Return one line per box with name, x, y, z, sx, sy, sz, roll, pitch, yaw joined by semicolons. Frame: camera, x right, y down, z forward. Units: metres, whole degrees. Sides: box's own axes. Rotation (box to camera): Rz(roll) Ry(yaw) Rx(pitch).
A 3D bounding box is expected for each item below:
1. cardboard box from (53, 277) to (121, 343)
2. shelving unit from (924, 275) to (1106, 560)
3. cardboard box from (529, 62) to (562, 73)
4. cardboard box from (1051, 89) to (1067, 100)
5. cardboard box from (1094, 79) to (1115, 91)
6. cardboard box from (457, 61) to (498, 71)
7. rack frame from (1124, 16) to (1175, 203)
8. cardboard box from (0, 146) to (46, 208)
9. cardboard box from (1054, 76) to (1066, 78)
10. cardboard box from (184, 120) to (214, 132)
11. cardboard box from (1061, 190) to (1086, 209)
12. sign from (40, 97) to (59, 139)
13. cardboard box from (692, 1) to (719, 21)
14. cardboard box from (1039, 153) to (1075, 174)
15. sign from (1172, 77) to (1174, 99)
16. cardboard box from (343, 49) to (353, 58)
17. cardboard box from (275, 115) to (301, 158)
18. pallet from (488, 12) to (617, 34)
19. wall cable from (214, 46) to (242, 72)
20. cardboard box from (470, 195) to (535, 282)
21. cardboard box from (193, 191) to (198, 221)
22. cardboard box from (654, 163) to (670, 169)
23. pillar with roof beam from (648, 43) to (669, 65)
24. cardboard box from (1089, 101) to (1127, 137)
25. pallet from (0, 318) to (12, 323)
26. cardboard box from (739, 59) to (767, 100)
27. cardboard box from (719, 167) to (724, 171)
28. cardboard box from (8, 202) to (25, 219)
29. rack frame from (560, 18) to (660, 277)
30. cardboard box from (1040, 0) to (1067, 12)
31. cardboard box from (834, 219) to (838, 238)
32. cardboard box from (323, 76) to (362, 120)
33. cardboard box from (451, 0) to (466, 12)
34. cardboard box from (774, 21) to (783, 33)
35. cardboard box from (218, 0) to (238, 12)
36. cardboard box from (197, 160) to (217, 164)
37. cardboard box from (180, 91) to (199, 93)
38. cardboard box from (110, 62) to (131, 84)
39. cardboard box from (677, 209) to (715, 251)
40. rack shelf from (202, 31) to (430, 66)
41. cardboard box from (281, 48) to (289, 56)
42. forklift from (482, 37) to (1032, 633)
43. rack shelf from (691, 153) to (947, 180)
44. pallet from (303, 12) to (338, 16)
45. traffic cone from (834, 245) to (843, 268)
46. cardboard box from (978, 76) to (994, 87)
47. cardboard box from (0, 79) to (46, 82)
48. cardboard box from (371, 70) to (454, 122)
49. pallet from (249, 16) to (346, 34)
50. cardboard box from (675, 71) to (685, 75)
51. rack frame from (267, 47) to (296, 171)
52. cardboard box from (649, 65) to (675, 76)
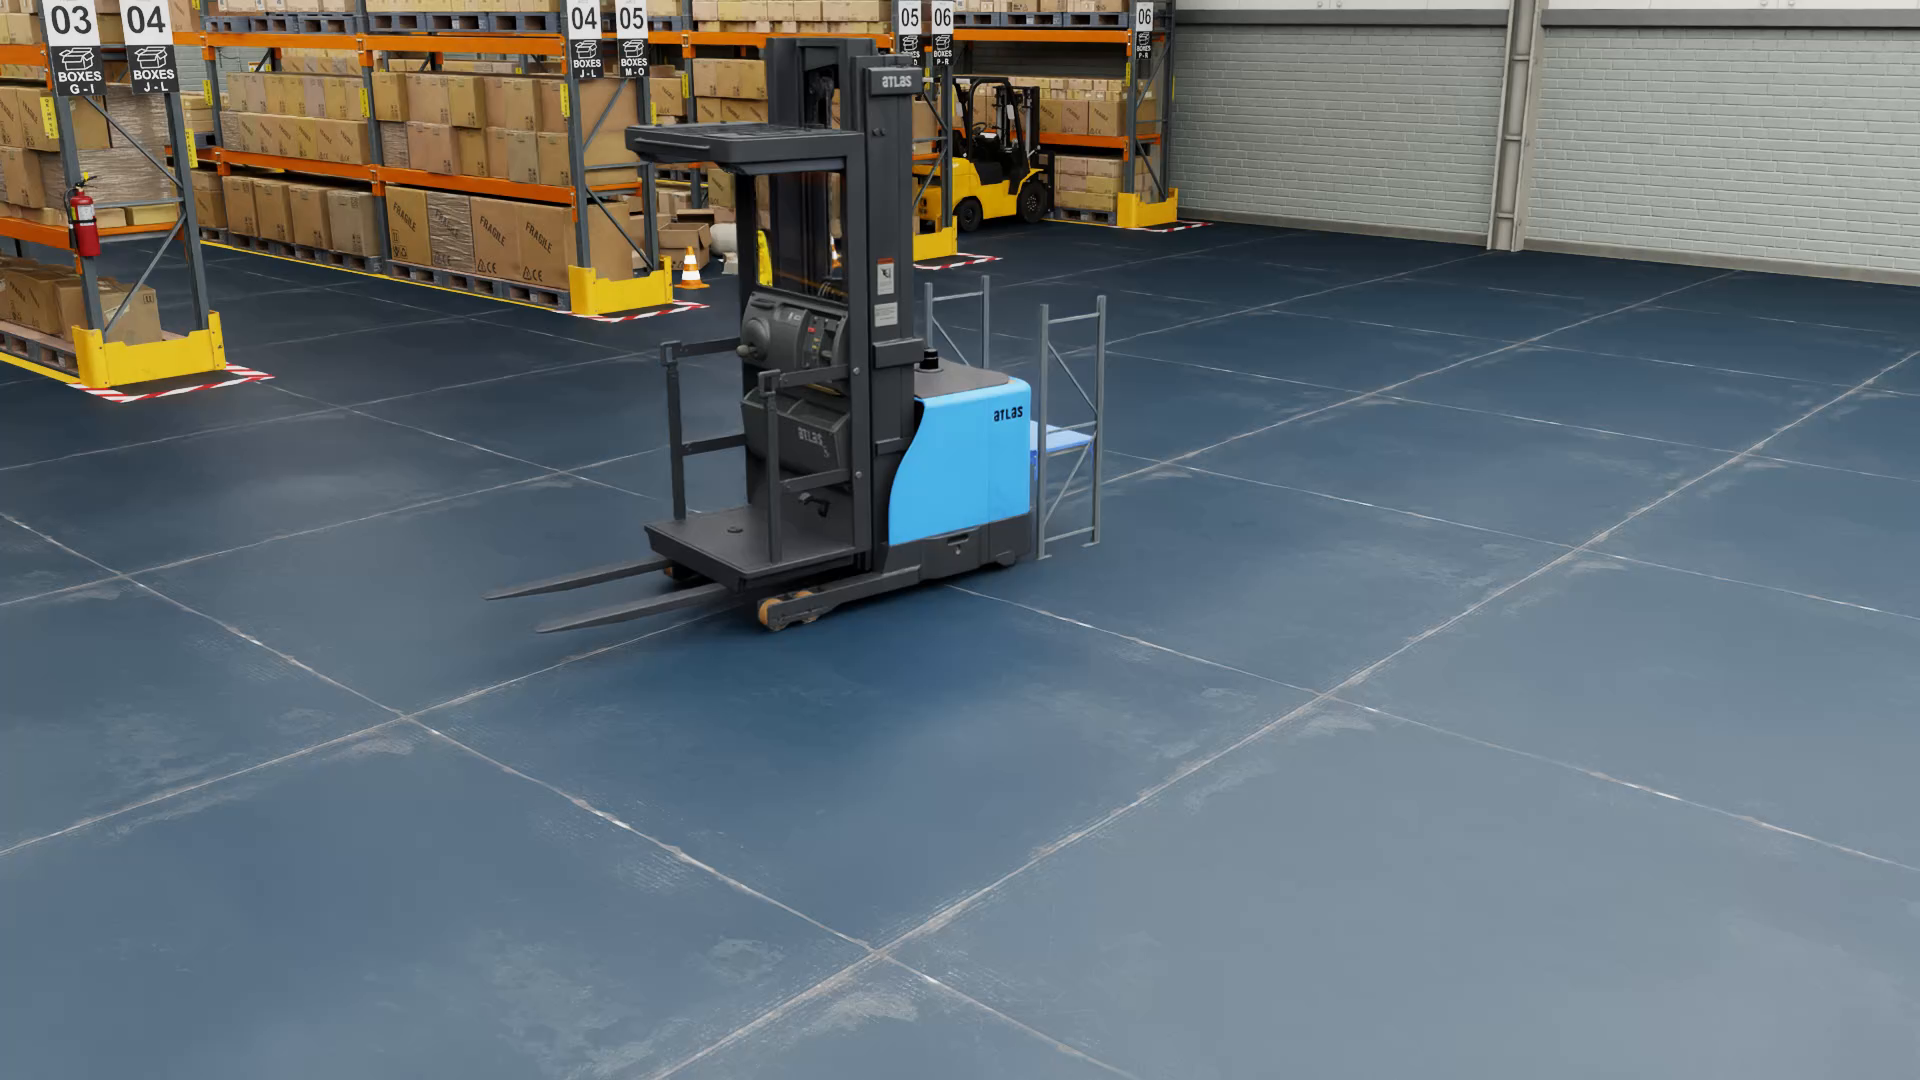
cardboard box;-7.976;-2.116;15.257;0.500;0.500;0.500;-11;21;-31
shelving unit;0.313;-0.765;10.043;0.538;1.500;1.048;-15;23;-38
cardboard box;-6.662;-7.392;26.628;0.500;0.500;0.500;14;22;37
cardboard box;1.601;-6.800;25.343;0.250;0.149;0.380;14;22;38
cardboard box;2.207;-6.797;24.840;0.250;0.149;0.380;15;23;39
cardboard box;-7.772;-7.485;26.920;0.500;0.500;0.500;15;23;39
rack frame;2.820;-6.231;24.788;0.127;3.000;1.000;15;23;39
cardboard box;-7.897;-3.245;14.720;0.500;0.500;0.875;15;23;39
cardboard box;1.573;-7.163;25.993;0.250;0.149;0.380;15;23;40
cardboard box;-10.340;-5.649;22.674;0.250;0.149;0.380;16;23;40
cardboard box;1.893;-5.246;25.534;0.500;0.250;0.500;15;23;39
sign;-7.433;-3.446;13.576;0.005;0.325;0.100;15;23;39
cardboard box;-3.317;-7.260;22.828;0.500;0.250;0.500;14;23;38
cardboard box;1.499;-5.820;25.689;0.500;0.250;0.500;15;23;40
sign;3.193;-6.806;25.037;0.005;0.325;0.100;15;23;39
cardboard box;-10.607;-8.559;29.231;0.250;0.149;0.380;15;23;39
cardboard box;-8.379;-5.167;21.268;0.500;0.500;0.500;15;23;39
pallet;-4.244;-5.501;17.675;1.213;0.211;1.003;15;23;39
wall cable;-15.739;-10.254;35.785;0.122;1.984;0.588;15;23;39
cardboard box;-4.893;-3.452;18.849;0.875;0.875;0.875;15;23;38
cardboard box;-10.717;-4.760;23.591;0.500;0.500;0.500;16;24;41
cardboard box;-5.538;-7.397;31.898;0.500;0.500;0.500;15;23;39
pillar with roof beam;-8.935;-10.870;29.486;0.400;9.000;9.100;15;23;39
cardboard box;2.277;-6.318;24.897;0.500;0.500;0.500;14;23;38
pallet;-9.516;-2.213;16.735;1.213;0.211;1.003;15;23;39
cardboard box;-2.554;-6.225;22.457;0.500;0.500;0.700;14;23;38
cardboard box;-3.148;-5.249;23.231;0.250;0.149;0.380;15;23;40
cardboard box;-8.346;-3.003;15.032;0.250;0.149;0.380;15;23;39
rack frame;-3.682;-3.967;17.654;0.127;3.000;1.000;15;23;39
cardboard box;1.627;-8.219;25.066;0.500;0.500;0.700;15;23;40
cardboard box;-1.637;-4.204;22.252;0.500;0.250;0.500;15;23;39
cardboard box;-7.435;-5.496;20.652;0.500;0.500;0.700;15;23;38
cardboard box;-5.296;-5.822;18.094;0.250;0.149;0.380;15;23;40
cardboard box;-2.239;-6.792;22.012;0.250;0.149;0.380;15;23;40
cardboard box;-9.270;-7.014;21.582;0.500;0.311;0.500;15;23;39
cardboard box;-11.152;-5.441;24.497;0.500;0.250;0.500;14;22;37
cardboard box;-11.253;-6.442;24.190;0.250;0.149;0.380;14;22;37
cardboard box;-12.833;-7.189;25.494;0.500;0.500;0.500;16;23;41
cardboard box;-3.566;-4.197;22.507;0.500;0.500;0.500;-3;18;-8
rack shelf;-8.170;-6.259;21.105;4.000;0.370;1.077;15;23;39
cardboard box;-12.357;-9.020;30.683;0.250;0.149;0.380;16;23;40
forklift;-1.050;-1.106;8.752;3.031;2.935;1.130;-14;22;-36
rack shelf;-1.968;-5.166;22.621;4.000;0.370;1.077;15;23;39
pallet;-10.961;-9.316;29.695;1.213;0.211;1.003;15;23;39
traffic cone;-1.650;-3.693;20.983;0.334;0.463;0.336;15;23;39
cardboard box;0.446;-7.246;26.255;0.250;0.149;0.380;16;23;40
cardboard box;-8.774;-4.106;15.780;0.500;0.500;0.500;15;23;39
cardboard box;-6.421;-5.275;19.741;0.550;0.550;0.875;15;23;39
pallet;-8.311;-6.572;21.215;1.213;0.211;1.003;16;24;42
cardboard box;-4.968;-8.479;31.011;0.500;0.500;0.700;15;23;39
rack frame;-12.439;-8.320;31.369;0.127;3.000;1.000;15;23;39
cardboard box;-4.462;-6.979;24.719;0.250;0.149;0.380;17;24;42
